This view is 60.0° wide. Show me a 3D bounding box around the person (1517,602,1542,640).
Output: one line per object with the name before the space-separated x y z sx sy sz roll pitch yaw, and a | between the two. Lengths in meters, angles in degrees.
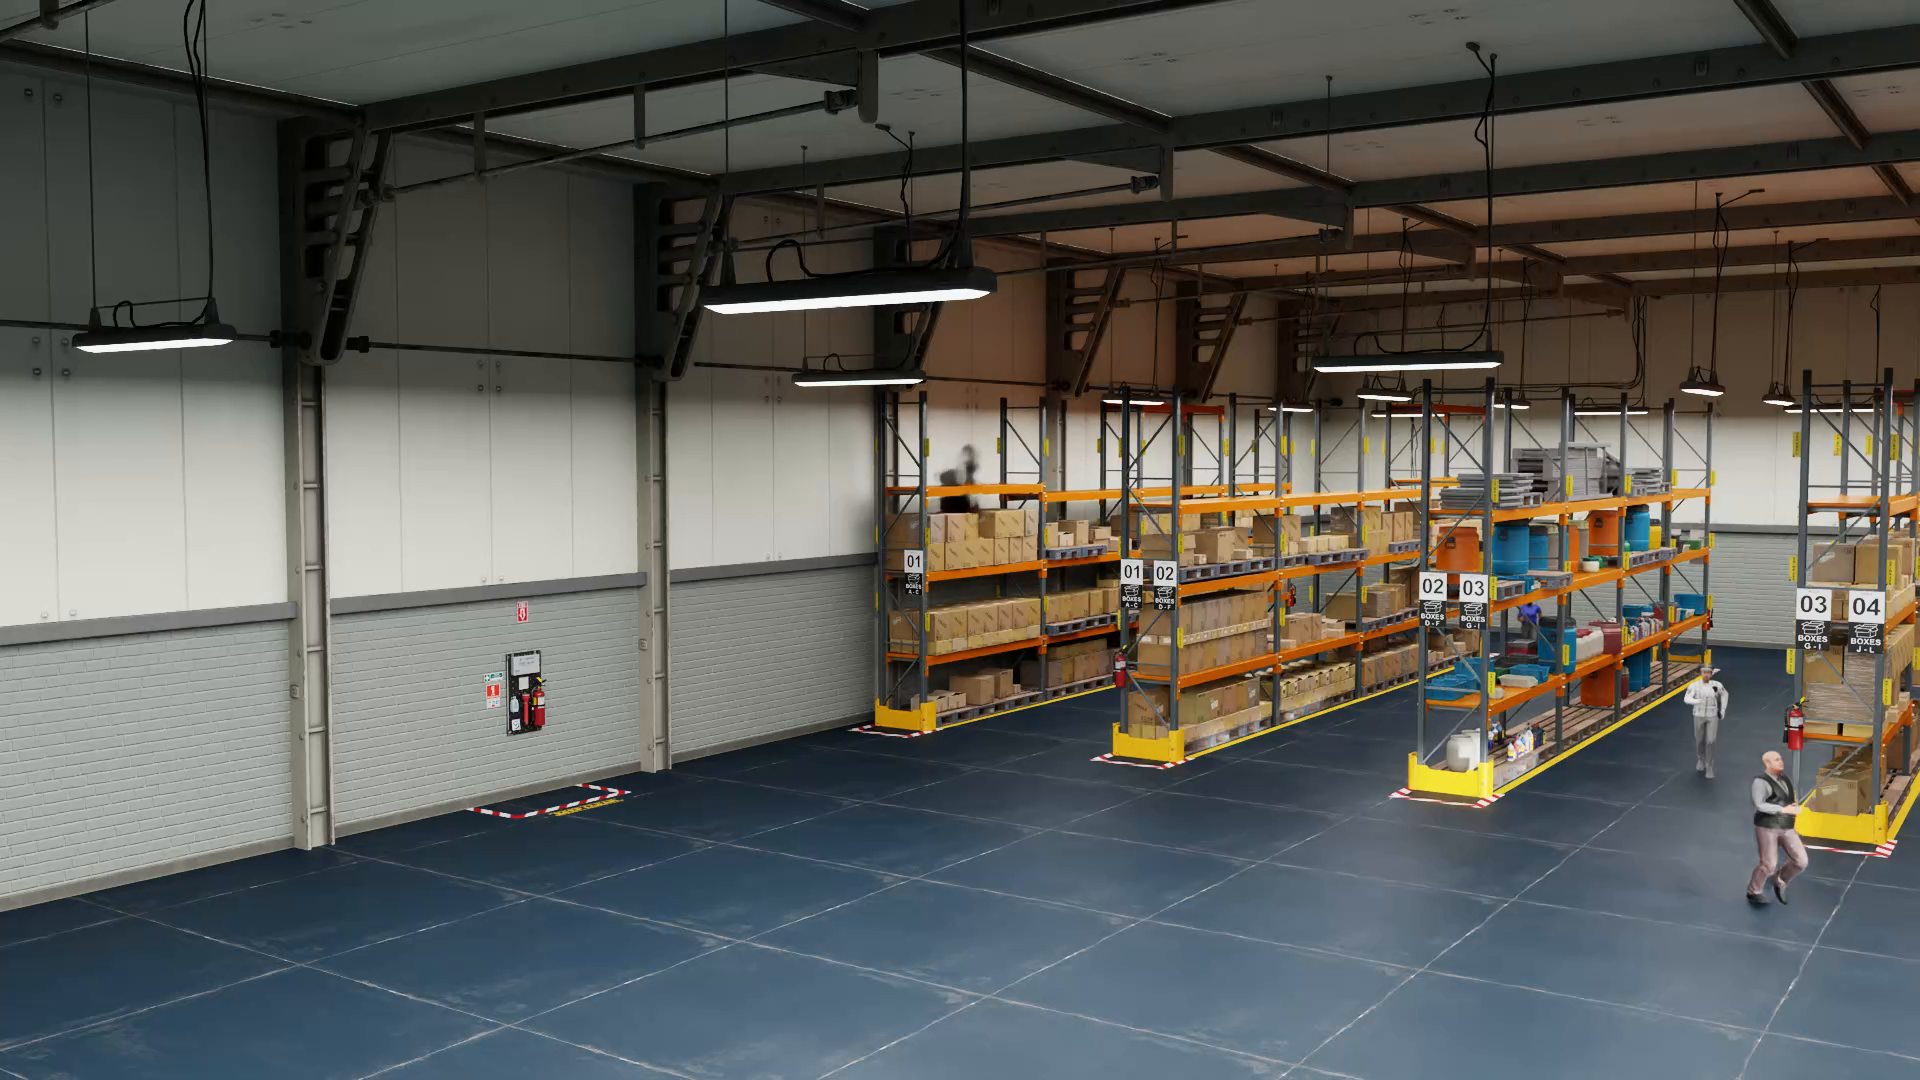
person | 13.033 2.080 38.075 0.531 1.679 0.884 1 3 21

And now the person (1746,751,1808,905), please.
person | 8.890 3.145 18.056 0.650 1.703 0.670 -1 3 -22

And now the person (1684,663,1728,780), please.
person | 11.384 2.746 25.401 0.600 1.764 0.789 2 4 26
